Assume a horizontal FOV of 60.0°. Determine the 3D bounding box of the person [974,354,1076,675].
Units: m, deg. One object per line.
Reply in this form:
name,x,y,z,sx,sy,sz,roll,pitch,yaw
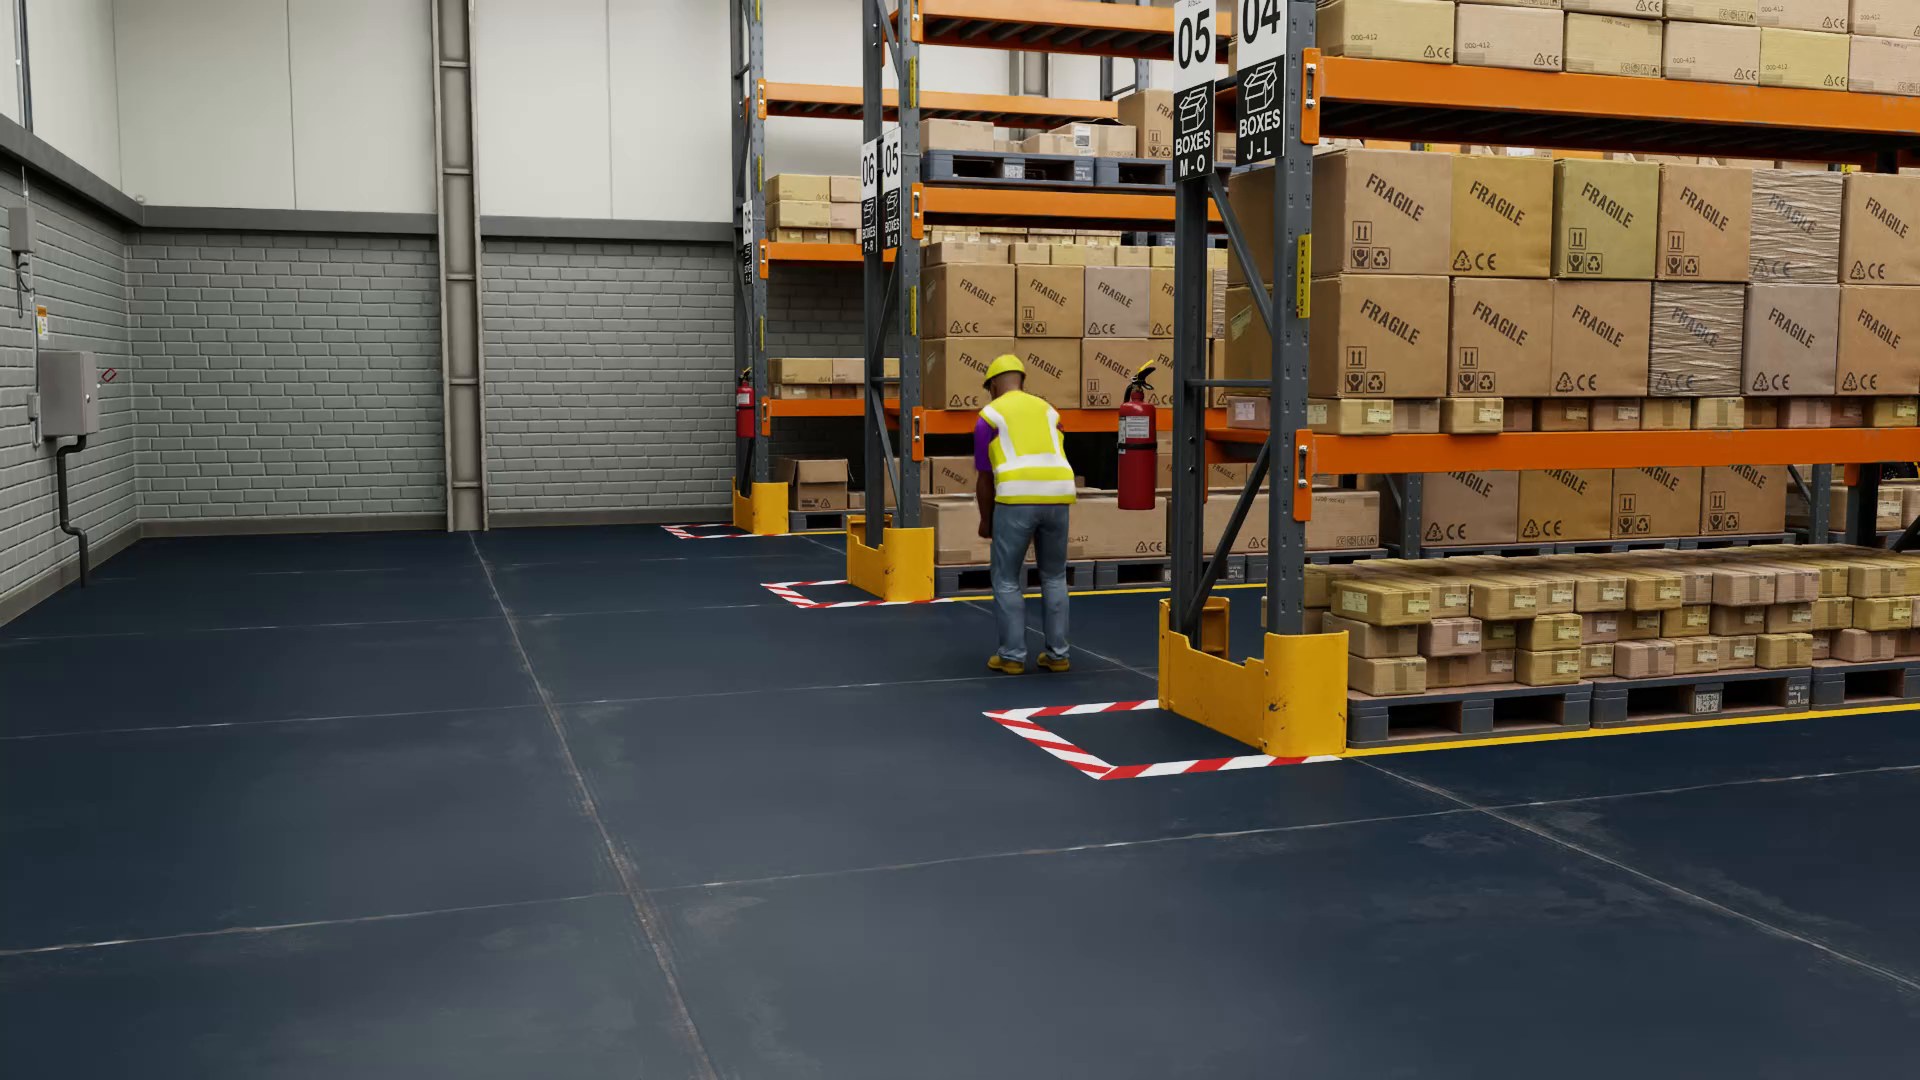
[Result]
person,0.314,-0.154,8.794,0.483,1.656,0.695,-2,6,-20
